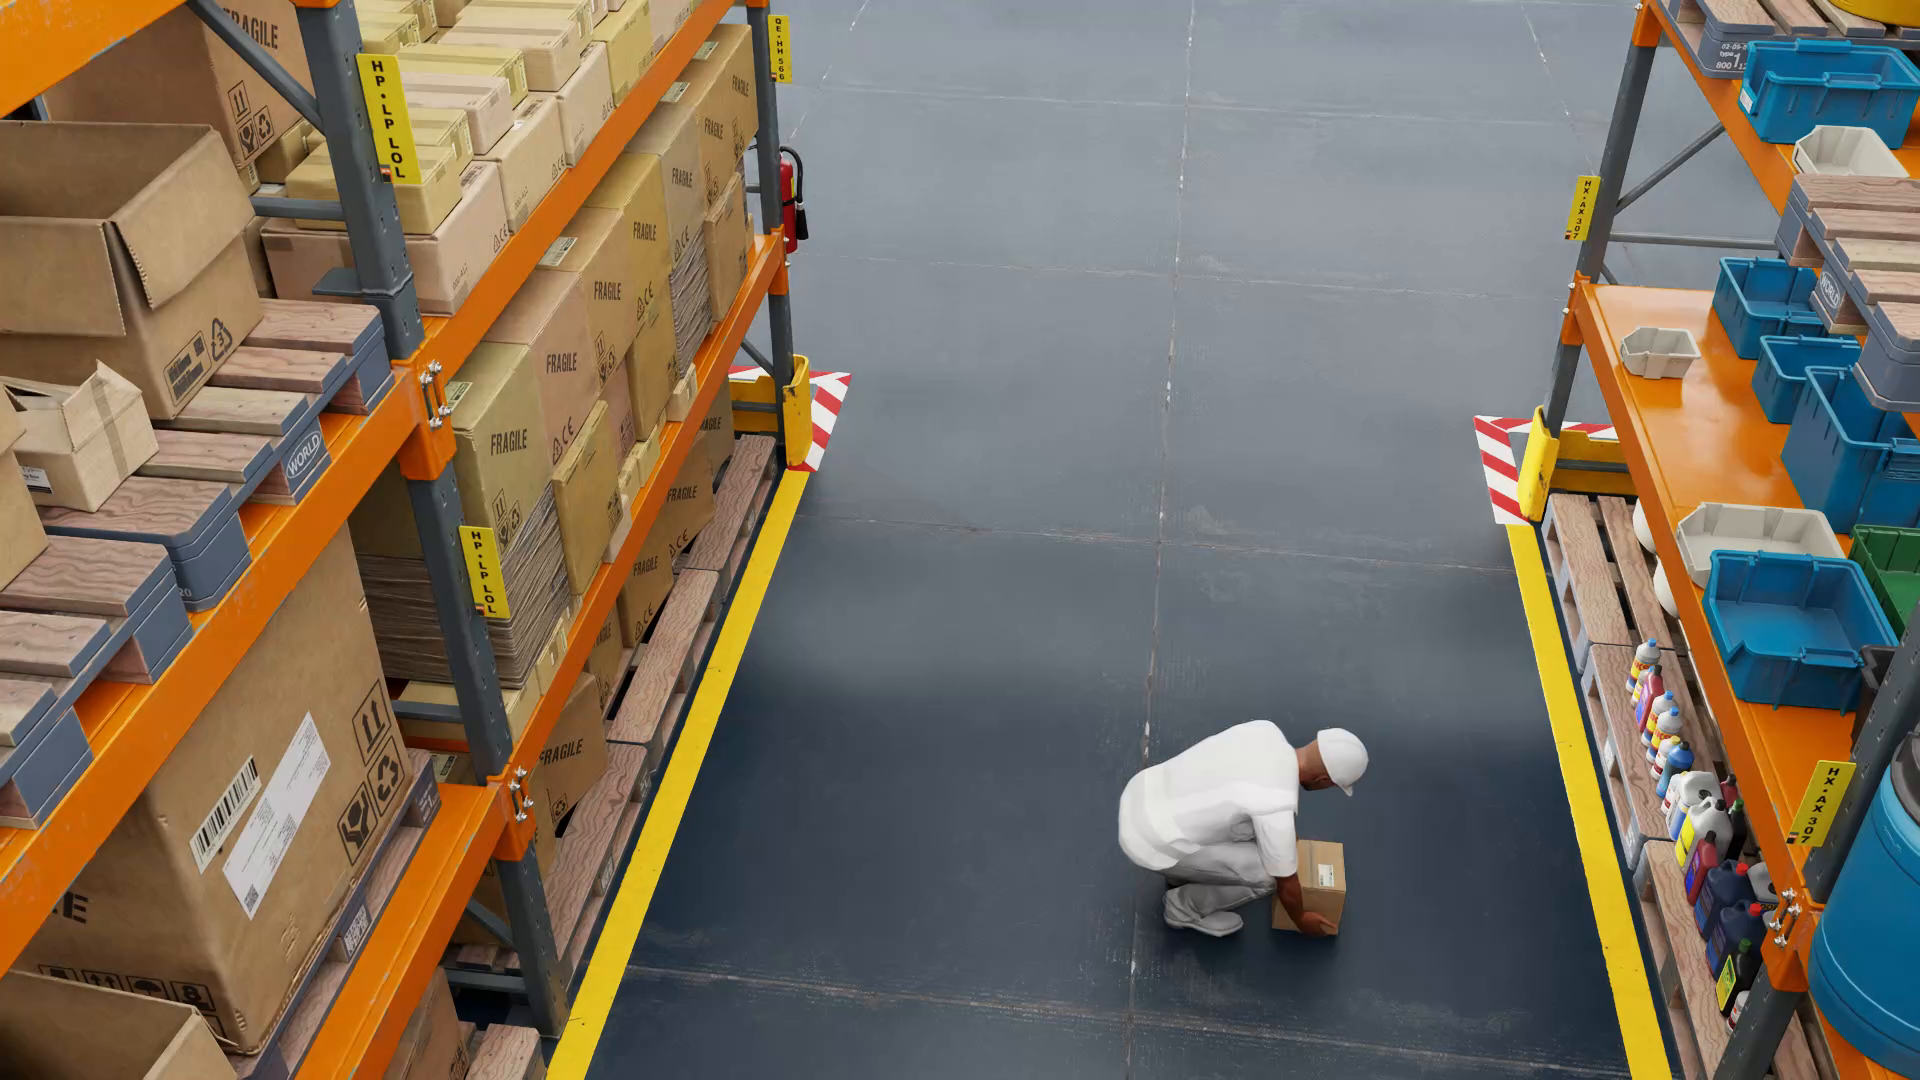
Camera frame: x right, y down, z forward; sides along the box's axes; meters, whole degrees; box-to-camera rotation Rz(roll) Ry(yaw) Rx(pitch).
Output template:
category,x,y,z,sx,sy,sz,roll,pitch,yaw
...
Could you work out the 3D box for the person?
category,x,y,z,sx,sy,sz,roll,pitch,yaw
person,1.055,1.063,6.334,0.893,0.898,0.556,4,36,6
